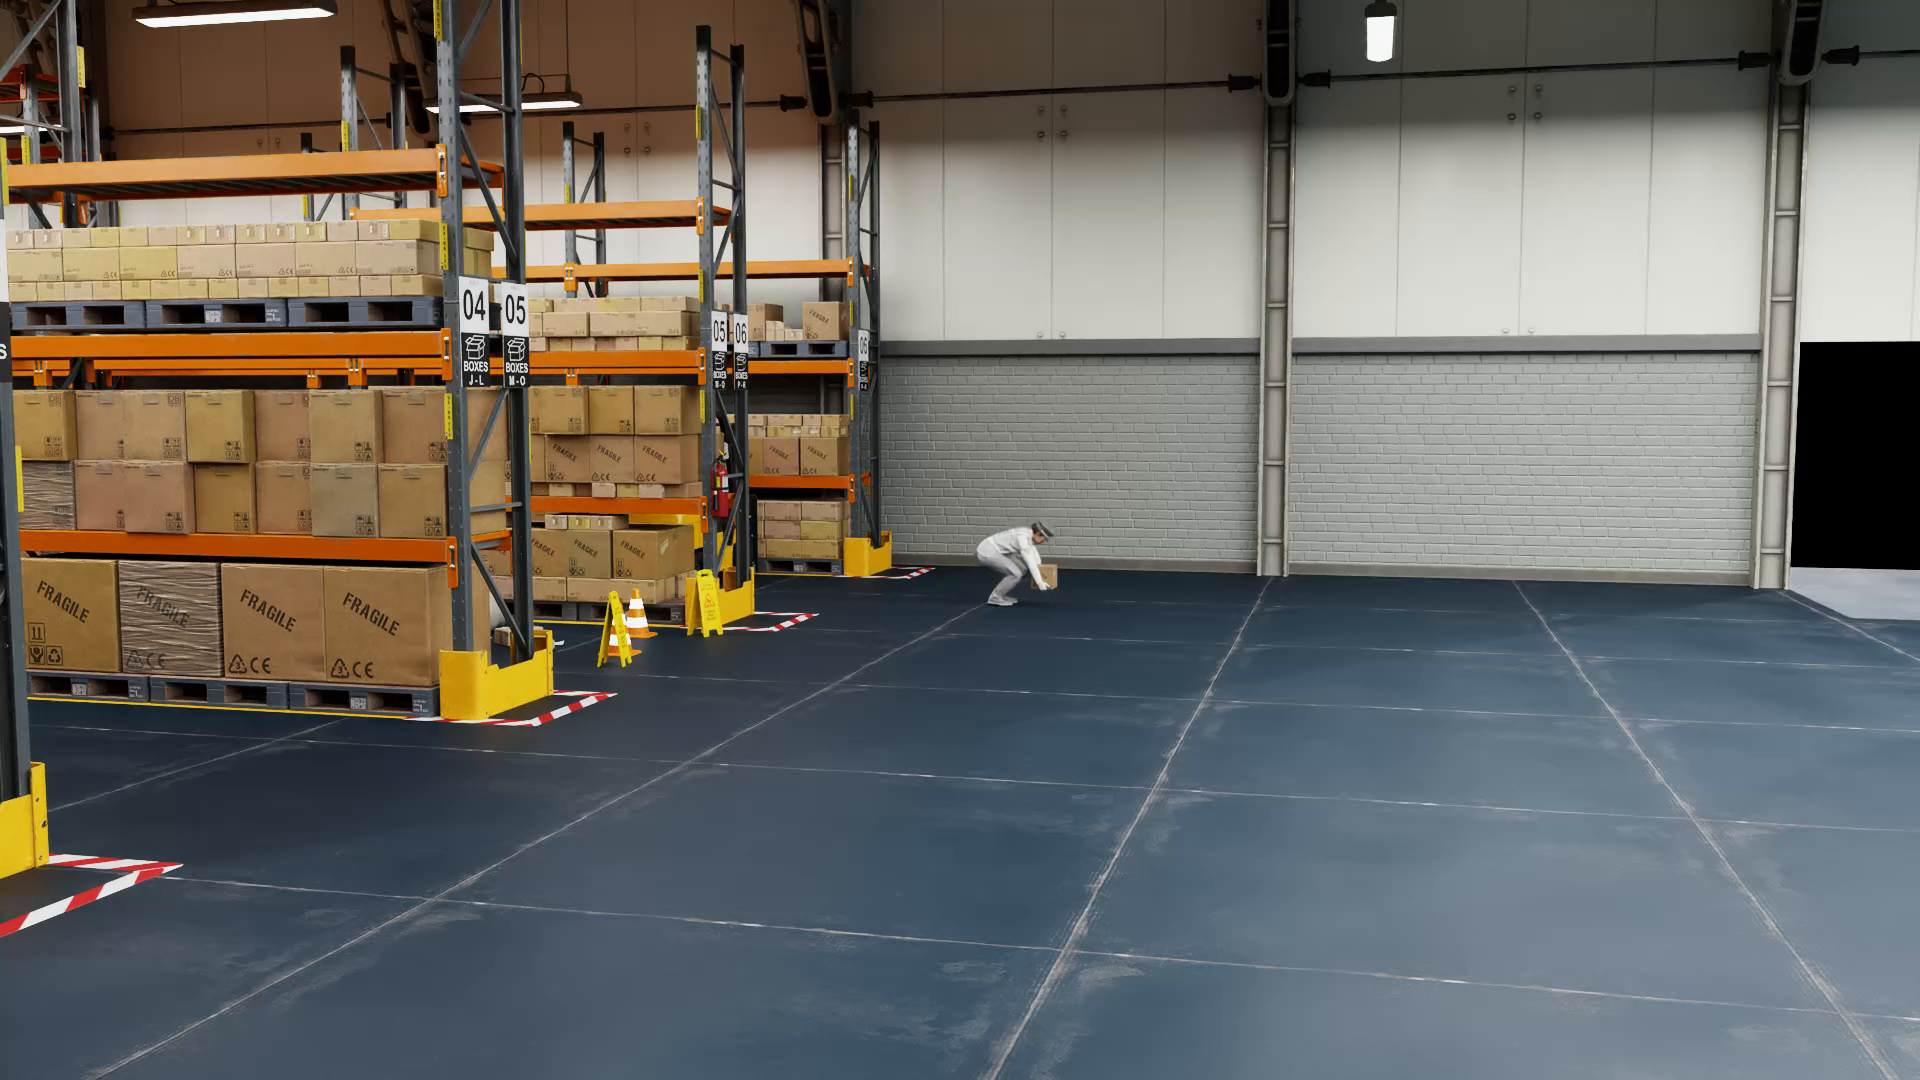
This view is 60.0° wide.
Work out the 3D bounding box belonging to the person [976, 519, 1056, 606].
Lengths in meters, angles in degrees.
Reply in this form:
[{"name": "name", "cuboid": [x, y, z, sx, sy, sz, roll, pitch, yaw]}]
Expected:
[{"name": "person", "cuboid": [0.635, 0.246, 18.731, 0.892, 0.978, 0.424, 1, 5, 12]}]
